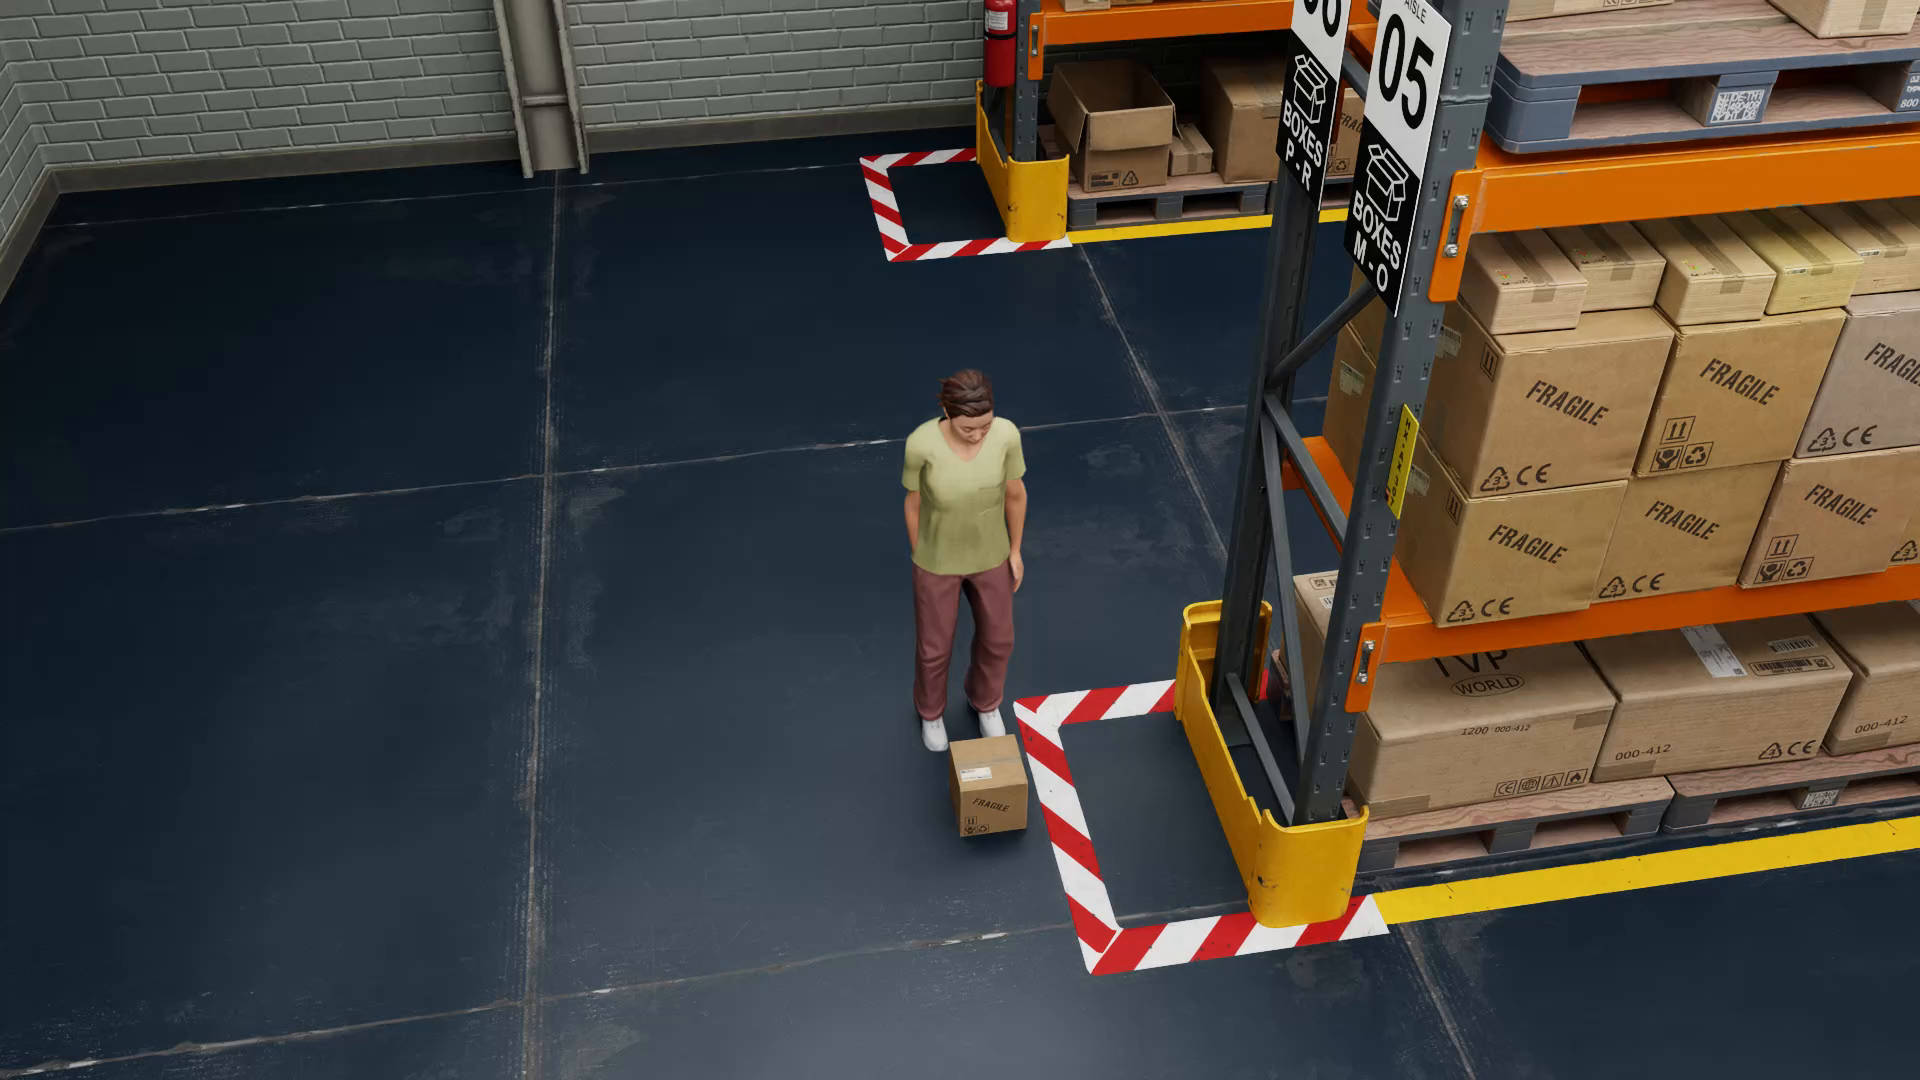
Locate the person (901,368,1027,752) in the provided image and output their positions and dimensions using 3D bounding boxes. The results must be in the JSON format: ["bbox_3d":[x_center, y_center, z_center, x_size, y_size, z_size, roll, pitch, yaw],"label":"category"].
[{"bbox_3d":[0.021,0.064,6.090,0.452,1.668,0.358,-7,39,-9],"label":"person"}]
